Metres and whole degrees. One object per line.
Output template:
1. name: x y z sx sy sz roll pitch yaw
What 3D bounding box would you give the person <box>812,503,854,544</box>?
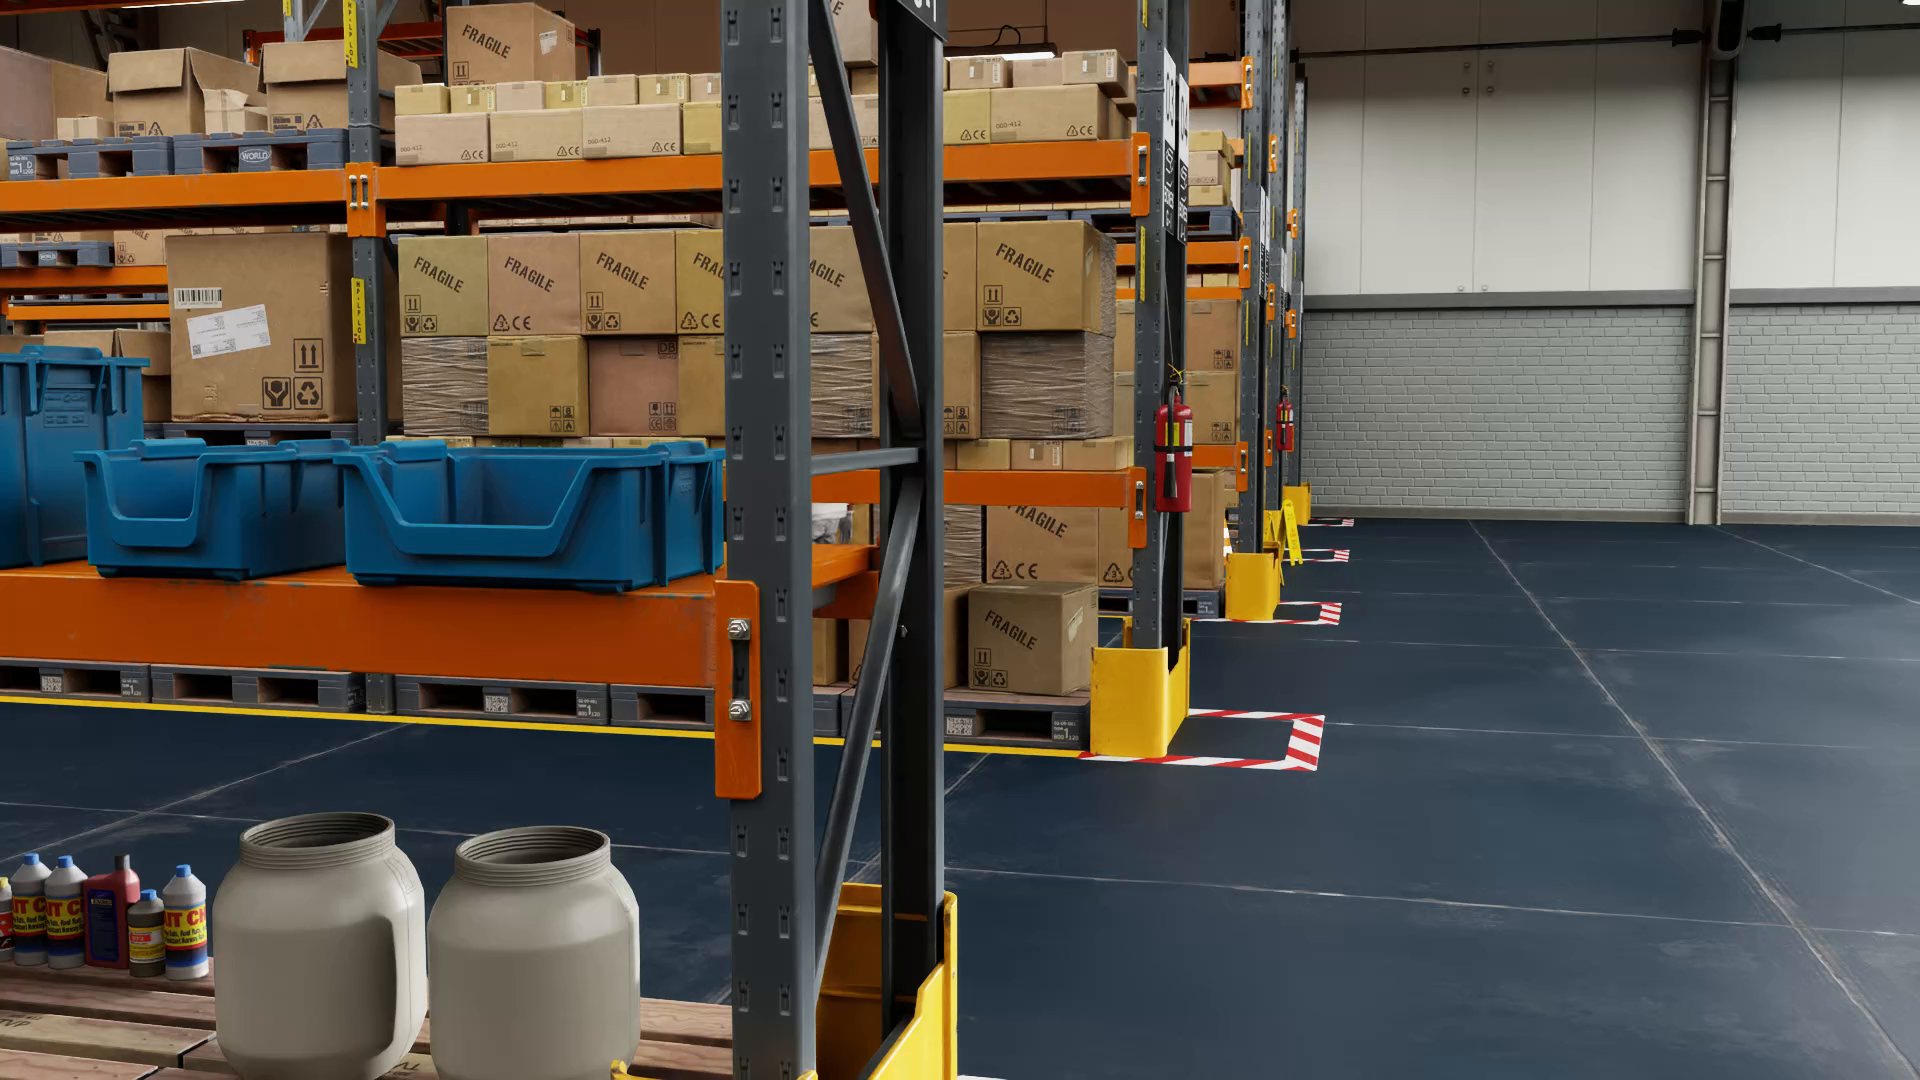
1. person: -0.916 -0.140 10.399 0.734 1.771 0.591 4 6 41
